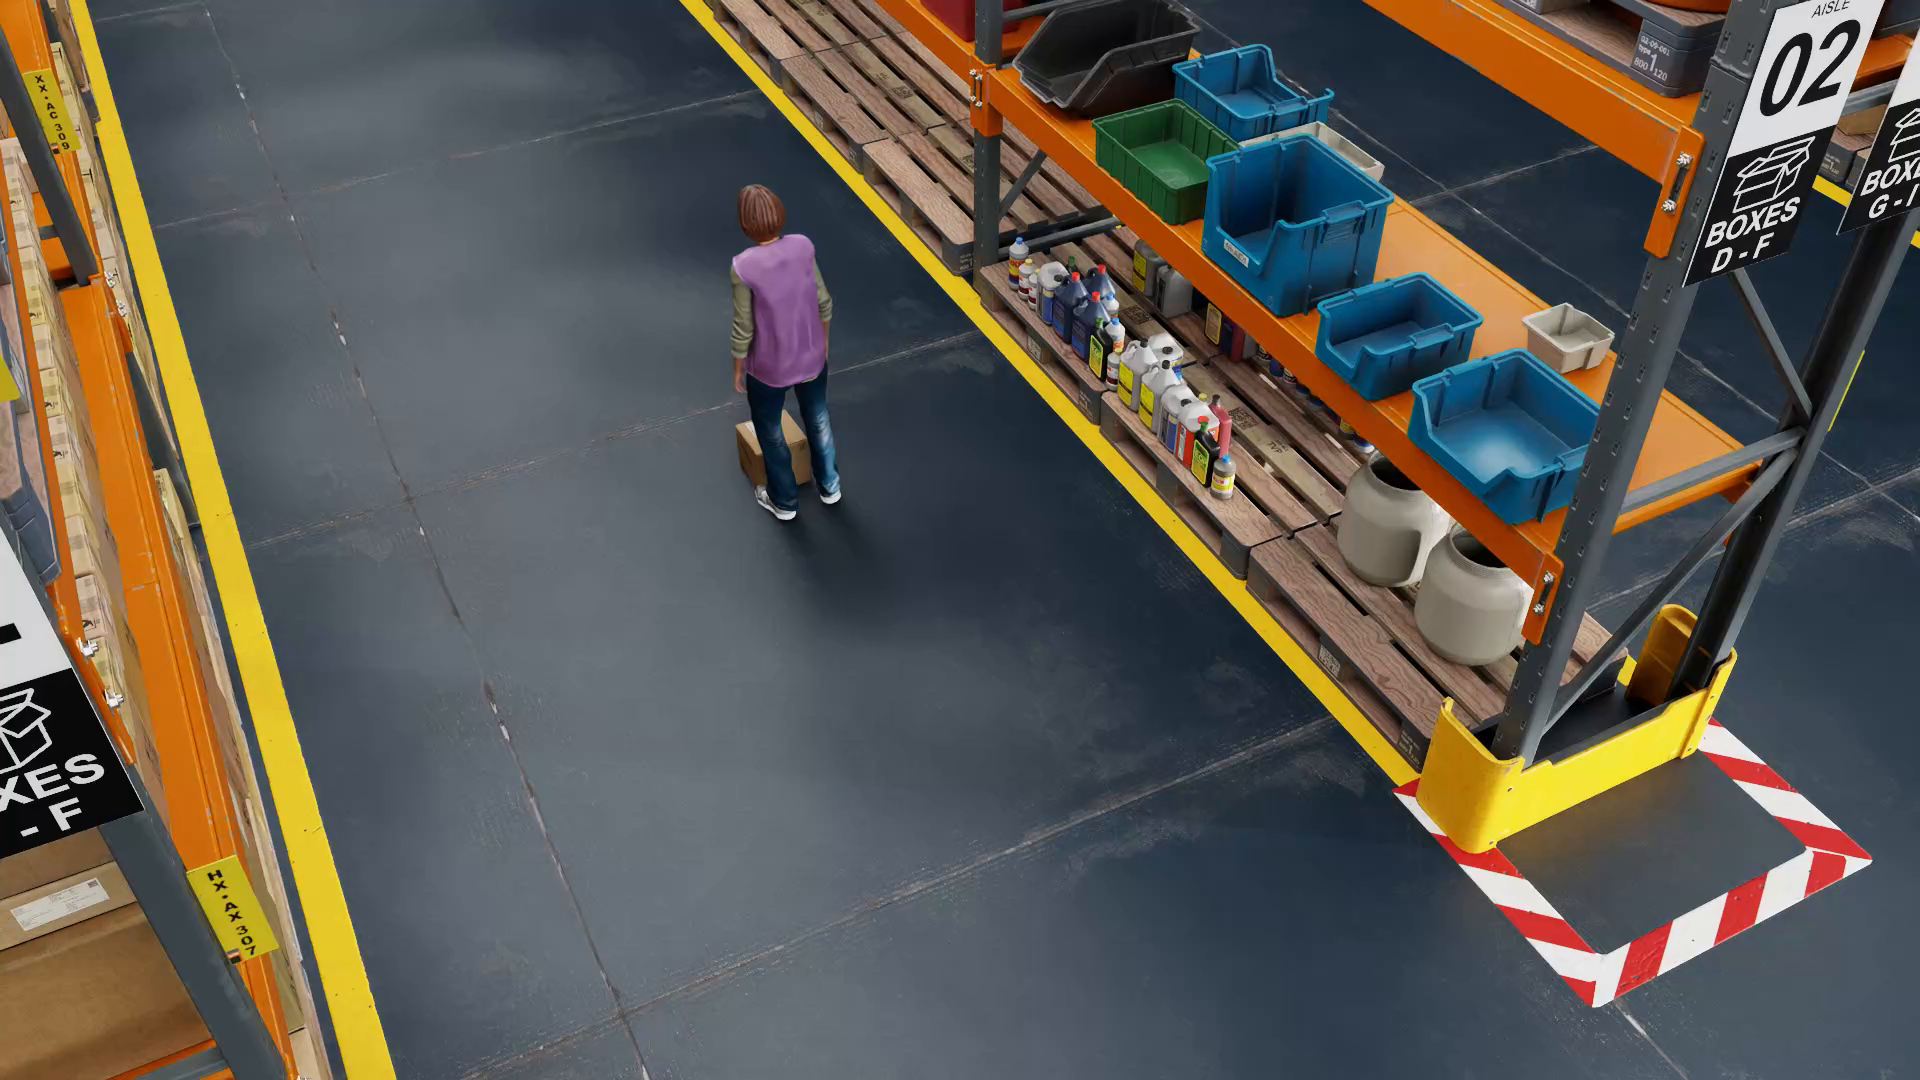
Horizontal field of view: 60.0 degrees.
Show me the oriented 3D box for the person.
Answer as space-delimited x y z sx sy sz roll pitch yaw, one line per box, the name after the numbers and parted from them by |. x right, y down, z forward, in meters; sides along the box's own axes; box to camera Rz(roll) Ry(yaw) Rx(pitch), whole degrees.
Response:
-0.741 -0.760 7.017 0.482 1.591 0.347 -22 46 -23 | person
